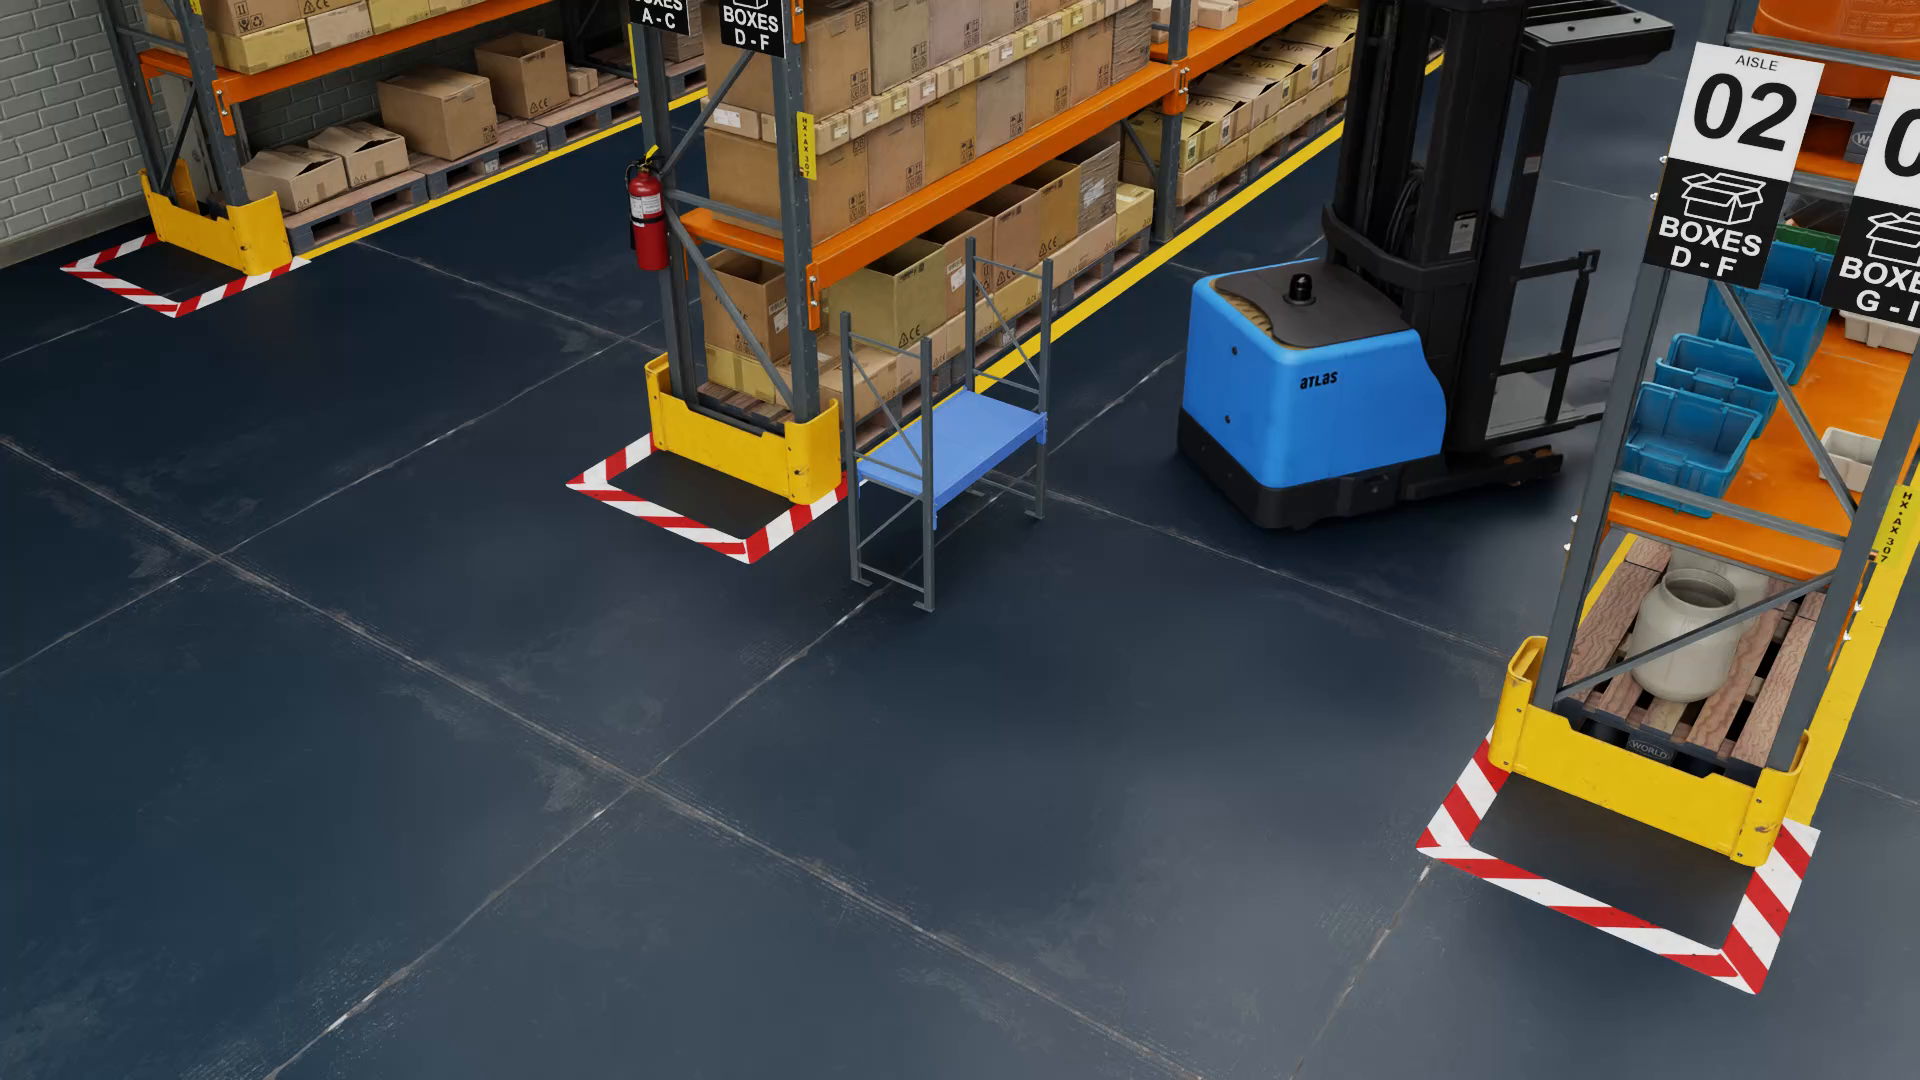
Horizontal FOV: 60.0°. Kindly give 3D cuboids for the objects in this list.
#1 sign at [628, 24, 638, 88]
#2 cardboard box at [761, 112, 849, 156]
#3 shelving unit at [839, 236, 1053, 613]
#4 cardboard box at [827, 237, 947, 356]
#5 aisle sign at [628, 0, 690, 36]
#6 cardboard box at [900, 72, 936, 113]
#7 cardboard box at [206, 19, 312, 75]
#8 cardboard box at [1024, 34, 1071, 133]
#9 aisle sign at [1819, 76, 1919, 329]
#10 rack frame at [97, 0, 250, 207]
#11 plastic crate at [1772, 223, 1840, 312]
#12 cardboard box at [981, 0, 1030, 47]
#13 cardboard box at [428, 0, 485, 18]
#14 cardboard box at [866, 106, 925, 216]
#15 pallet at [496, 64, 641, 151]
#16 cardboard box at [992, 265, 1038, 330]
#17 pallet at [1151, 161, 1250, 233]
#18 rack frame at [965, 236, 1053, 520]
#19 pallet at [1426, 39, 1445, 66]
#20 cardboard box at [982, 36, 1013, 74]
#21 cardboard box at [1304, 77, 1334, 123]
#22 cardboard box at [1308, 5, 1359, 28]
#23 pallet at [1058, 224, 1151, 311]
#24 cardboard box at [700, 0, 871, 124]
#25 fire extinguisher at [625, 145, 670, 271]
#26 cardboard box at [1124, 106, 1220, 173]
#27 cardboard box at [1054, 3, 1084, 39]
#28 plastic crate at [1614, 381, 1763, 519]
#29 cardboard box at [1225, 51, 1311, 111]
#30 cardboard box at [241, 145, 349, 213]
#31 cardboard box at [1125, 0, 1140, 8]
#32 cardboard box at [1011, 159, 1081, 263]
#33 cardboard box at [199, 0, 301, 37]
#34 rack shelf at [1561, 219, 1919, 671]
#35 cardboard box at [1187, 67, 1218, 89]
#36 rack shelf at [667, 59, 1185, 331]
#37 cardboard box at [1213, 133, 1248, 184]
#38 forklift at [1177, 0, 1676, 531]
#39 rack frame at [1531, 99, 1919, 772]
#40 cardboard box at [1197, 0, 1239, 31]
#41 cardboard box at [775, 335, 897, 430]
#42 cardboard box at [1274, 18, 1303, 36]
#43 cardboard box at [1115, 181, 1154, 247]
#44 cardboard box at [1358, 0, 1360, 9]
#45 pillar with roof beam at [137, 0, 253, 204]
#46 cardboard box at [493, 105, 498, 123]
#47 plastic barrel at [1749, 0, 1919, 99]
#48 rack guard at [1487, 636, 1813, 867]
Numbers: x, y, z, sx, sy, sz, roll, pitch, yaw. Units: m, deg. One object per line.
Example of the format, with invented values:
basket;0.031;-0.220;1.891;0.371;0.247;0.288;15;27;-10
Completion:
sign;-1.633;-2.452;8.454;0.100;0.325;0.005;21;39;28
cardboard box;-0.794;-2.117;8.534;0.380;0.149;0.250;21;39;28
shelving unit;-0.049;-0.582;8.272;0.538;1.500;1.048;21;39;28
cardboard box;-0.423;-1.447;9.622;0.500;0.500;0.500;21;39;28
aisle sign;-1.474;-2.835;7.945;0.394;0.787;0.004;21;39;28
cardboard box;-0.357;-2.469;9.055;0.380;0.149;0.250;21;39;28
cardboard box;-4.728;-3.345;11.135;0.500;0.250;0.500;20;39;27
cardboard box;0.253;-2.897;10.266;0.700;0.500;0.500;22;40;29
aisle sign;3.072;-1.061;5.321;0.394;0.787;0.004;21;39;28
rack frame;-5.267;-3.276;10.916;1.000;3.000;0.127;21;39;28
plastic crate;4.147;-1.330;8.228;0.450;0.188;0.662;21;39;28
cardboard box;-0.020;-3.216;9.580;0.700;0.500;0.500;21;39;28
cardboard box;-3.858;-4.053;12.181;0.500;0.250;0.500;22;40;29
cardboard box;-0.623;-2.190;9.222;0.700;0.500;0.500;22;40;29
pallet;-3.340;-3.641;13.945;1.003;0.211;1.213;21;39;28
cardboard box;0.150;-1.595;10.511;0.500;0.250;0.500;21;39;28
pallet;1.474;-2.732;12.602;1.003;0.211;1.213;21;39;28
rack frame;0.241;-0.816;8.618;0.500;1.500;0.032;21;39;28
pallet;3.823;-4.553;15.294;1.003;0.211;1.213;21;39;28
cardboard box;0.083;-2.824;9.580;0.380;0.149;0.250;22;40;29
cardboard box;2.687;-3.623;13.509;0.500;0.250;0.500;22;40;29
cardboard box;3.270;-4.324;14.046;0.500;0.311;0.500;22;40;29
pallet;0.598;-2.028;11.561;1.003;0.211;1.213;21;39;28
cardboard box;-0.888;-2.509;8.535;0.700;0.500;0.500;21;40;28
fire extinguisher;-1.644;-1.757;8.739;0.296;0.674;0.183;21;39;28
cardboard box;1.526;-2.914;11.960;0.500;0.311;0.500;21;40;28
cardboard box;0.525;-3.185;10.113;0.380;0.149;0.250;21;39;28
plastic crate;2.912;-0.375;6.760;0.499;0.251;0.616;21;39;28
cardboard box;2.402;-3.622;13.007;0.500;0.311;0.500;22;40;29
cardboard box;-4.798;-2.634;11.974;0.500;0.311;0.500;17;37;23
cardboard box;0.964;-3.539;10.638;0.380;0.149;0.250;20;39;27
cardboard box;0.424;-2.141;10.648;0.500;0.500;0.500;21;39;28
cardboard box;-4.748;-3.656;10.925;0.500;0.500;0.500;21;39;28
rack shelf;4.013;-0.734;7.799;1.077;0.370;4.000;21;39;28
cardboard box;1.659;-3.551;12.903;0.500;0.311;0.500;21;39;28
rack shelf;-0.055;-2.317;10.141;1.077;0.370;4.000;21;39;28
cardboard box;1.812;-2.912;12.458;0.500;0.250;0.500;22;40;29
forklift;2.800;-1.776;8.759;3.031;2.935;1.130;-12;36;-17
rack frame;2.872;-0.111;6.237;1.000;3.000;0.127;21;39;28
cardboard box;1.759;-3.774;11.878;0.380;0.149;0.250;21;39;28
cardboard box;-0.706;-0.906;9.491;0.500;0.250;0.500;21;39;28
cardboard box;2.534;-4.252;13.939;0.500;0.311;0.500;20;39;27
cardboard box;1.001;-2.288;11.535;0.500;0.250;0.500;21;39;28
cardboard box;3.861;-4.642;14.775;0.500;0.500;0.500;23;40;30
pillar with roof beam;-2.042;-4.984;8.087;9.100;9.000;0.400;21;39;28
cardboard box;-3.914;-3.388;13.234;0.380;0.149;0.250;18;38;25
plastic barrel;3.045;-1.970;5.549;0.600;0.830;0.708;21;39;28
rack guard;2.877;0.874;7.011;1.175;0.500;0.348;21;39;28
